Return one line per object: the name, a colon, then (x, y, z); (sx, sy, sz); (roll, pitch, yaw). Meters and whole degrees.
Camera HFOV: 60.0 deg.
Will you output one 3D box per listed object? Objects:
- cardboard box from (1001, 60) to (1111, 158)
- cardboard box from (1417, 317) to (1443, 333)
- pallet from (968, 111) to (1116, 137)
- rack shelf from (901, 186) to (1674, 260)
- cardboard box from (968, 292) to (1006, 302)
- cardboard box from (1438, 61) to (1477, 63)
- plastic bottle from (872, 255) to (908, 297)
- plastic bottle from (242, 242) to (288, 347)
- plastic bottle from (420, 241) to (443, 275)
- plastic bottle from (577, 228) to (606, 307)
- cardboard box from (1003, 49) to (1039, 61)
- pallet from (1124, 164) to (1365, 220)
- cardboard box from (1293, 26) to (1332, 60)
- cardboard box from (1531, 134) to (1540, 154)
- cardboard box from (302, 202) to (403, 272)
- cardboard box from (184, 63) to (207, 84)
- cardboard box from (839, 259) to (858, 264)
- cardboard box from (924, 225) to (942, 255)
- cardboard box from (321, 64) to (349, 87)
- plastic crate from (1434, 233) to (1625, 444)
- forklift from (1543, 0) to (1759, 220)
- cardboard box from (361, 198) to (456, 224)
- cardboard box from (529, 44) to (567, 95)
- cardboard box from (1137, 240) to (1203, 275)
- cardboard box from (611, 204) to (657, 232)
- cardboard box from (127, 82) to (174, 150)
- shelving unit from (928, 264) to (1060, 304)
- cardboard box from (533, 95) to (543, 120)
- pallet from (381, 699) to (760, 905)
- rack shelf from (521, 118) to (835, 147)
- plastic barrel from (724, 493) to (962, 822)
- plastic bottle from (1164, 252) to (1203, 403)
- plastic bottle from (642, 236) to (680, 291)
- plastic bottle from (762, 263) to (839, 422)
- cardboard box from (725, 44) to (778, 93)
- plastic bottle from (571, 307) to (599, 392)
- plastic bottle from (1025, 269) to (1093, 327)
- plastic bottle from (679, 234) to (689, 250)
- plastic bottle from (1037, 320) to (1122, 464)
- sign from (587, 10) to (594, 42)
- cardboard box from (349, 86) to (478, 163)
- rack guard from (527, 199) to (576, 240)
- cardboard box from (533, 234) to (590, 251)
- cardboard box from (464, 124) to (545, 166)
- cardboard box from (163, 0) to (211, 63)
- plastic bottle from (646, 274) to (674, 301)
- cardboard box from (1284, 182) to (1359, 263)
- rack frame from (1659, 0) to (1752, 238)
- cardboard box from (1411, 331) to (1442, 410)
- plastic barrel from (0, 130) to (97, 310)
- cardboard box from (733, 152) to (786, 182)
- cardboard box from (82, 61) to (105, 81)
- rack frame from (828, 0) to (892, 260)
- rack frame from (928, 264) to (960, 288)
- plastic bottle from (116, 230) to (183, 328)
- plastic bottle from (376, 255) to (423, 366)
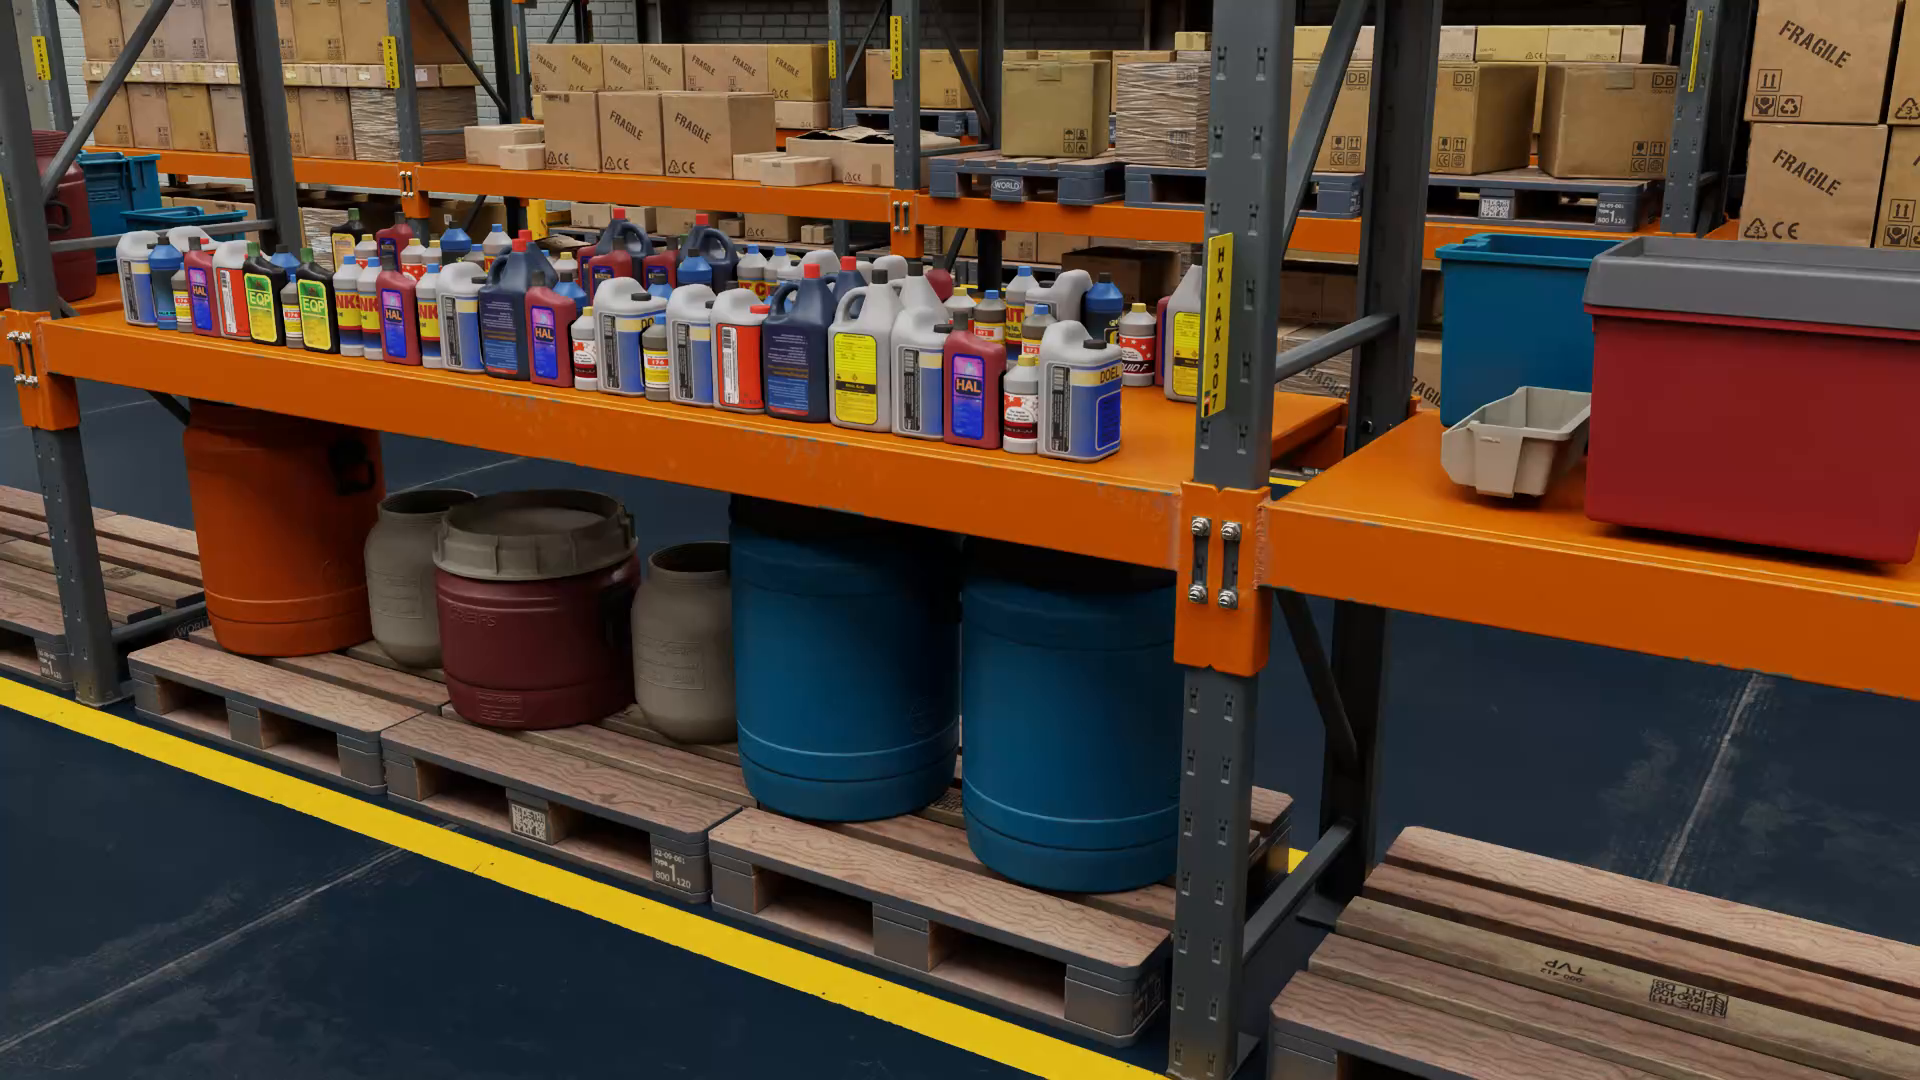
cardboard box: (0.541, -2.409, 9.257); (0.500, 0.500, 0.700); (4, 17, 12)
cardboard box: (2.608, -0.847, 8.551); (0.500, 0.500, 0.500); (10, 20, 31)
pallet: (0.826, -3.655, 14.582); (1.213, 0.211, 1.003); (10, 20, 30)
rack shelf: (1.649, -1.580, 8.659); (4.000, 0.370, 1.077); (10, 20, 30)
cardboard box: (0.183, -1.103, 9.394); (0.500, 0.500, 0.500); (11, 20, 32)
cardboard box: (3.678, -3.360, 12.565); (0.500, 0.500, 0.500); (10, 20, 30)
plastic bottle: (-0.226, -0.640, 4.540); (0.135, 0.276, 0.152); (10, 20, 30)
plastic bottle: (-1.966, -0.698, 4.720); (0.133, 0.283, 0.061); (10, 20, 30)
plastic bottle: (-1.714, -0.879, 5.456); (0.097, 0.201, 0.097); (0, 17, 0)
plastic bottle: (-1.109, -0.816, 5.109); (0.133, 0.283, 0.061); (10, 20, 30)
cardboard box: (0.591, -4.057, 14.648); (0.500, 0.500, 0.700); (13, 21, 38)
pallet: (1.605, -1.842, 8.613); (1.213, 0.211, 1.003); (10, 20, 30)
cardboard box: (2.811, -3.877, 12.975); (0.500, 0.250, 0.500); (11, 20, 31)
cardboard box: (4.227, -2.965, 12.380); (0.250, 0.149, 0.380); (11, 20, 32)
cardboard box: (-4.393, -2.176, 12.102); (0.500, 0.500, 0.500); (10, 20, 30)
cardboard box: (-5.552, -3.495, 12.437); (0.250, 0.149, 0.380); (10, 19, 29)
cardboard box: (-0.800, -1.612, 10.571); (0.500, 0.311, 0.500); (10, 19, 29)
cardboard box: (-0.238, -2.971, 15.544); (0.500, 0.500, 0.700); (11, 20, 32)
cardboard box: (-4.242, -3.260, 11.666); (0.250, 0.149, 0.380); (9, 19, 28)
plastic crate: (1.334, -0.428, 3.554); (0.575, 0.384, 0.392); (10, 20, 30)
forklift: (3.853, -2.283, 9.855); (3.031, 2.935, 1.130); (10, 19, 29)
cardboard box: (-4.125, -2.303, 12.520); (0.500, 0.500, 0.500); (10, 20, 30)
cardboard box: (-4.033, -4.822, 17.028); (0.500, 0.500, 0.500); (10, 20, 30)
cardboard box: (1.893, -2.567, 14.214); (0.500, 0.500, 0.700); (10, 20, 31)
cardboard box: (-3.254, -3.382, 17.224); (0.500, 0.311, 0.500); (12, 21, 35)
cardboard box: (-6.031, -3.340, 13.044); (0.500, 0.500, 0.700); (11, 20, 31)
shelving unit: (0.141, -0.549, 7.124); (0.503, 1.200, 0.258); (10, 20, 30)
cardboard box: (-4.033, -4.457, 17.118); (0.500, 0.250, 0.500); (9, 19, 28)
pallet: (-0.921, 0.628, 4.952); (1.213, 0.211, 1.003); (10, 20, 30)
rack shelf: (-2.579, -4.024, 16.705); (4.000, 0.370, 1.077); (10, 20, 30)
plastic barrel: (-0.300, 0.215, 4.401); (0.708, 0.901, 0.600); (10, 20, 30)
plastic bottle: (0.593, -0.510, 3.984); (0.185, 0.351, 0.144); (10, 20, 30)
plastic bottle: (-0.869, -0.753, 4.900); (0.133, 0.283, 0.061); (10, 20, 30)
plastic bottle: (-0.354, -0.457, 3.809); (0.185, 0.351, 0.144); (10, 20, 30)
cardboard box: (-1.867, -4.430, 15.739); (0.500, 0.500, 0.500); (10, 20, 30)
plastic bottle: (-0.914, -0.477, 4.133); (0.097, 0.201, 0.097); (0, 17, 0)
plastic bottle: (0.251, -0.555, 4.260); (0.135, 0.276, 0.152); (10, 20, 30)
plastic bottle: (-0.837, -0.768, 4.949); (0.133, 0.283, 0.061); (10, 20, 30)
plastic bottle: (0.253, -0.314, 3.468); (0.135, 0.276, 0.152); (10, 20, 30)
sign: (-3.975, -5.512, 17.831); (0.005, 0.325, 0.100); (10, 20, 30)
cardboard box: (-3.845, -2.950, 11.761); (0.500, 0.500, 0.700); (10, 19, 29)
rack guard: (-4.218, -3.465, 17.928); (0.348, 0.500, 1.175); (10, 20, 30)
cardboard box: (-2.968, -2.000, 11.847); (0.500, 0.311, 0.500); (10, 20, 30)
cardboard box: (-3.021, -2.701, 11.369); (0.500, 0.250, 0.500); (12, 20, 33)
cardboard box: (-5.555, -3.876, 12.577); (0.500, 0.500, 0.700); (10, 20, 30)
plastic bottle: (-0.751, -0.534, 4.198); (0.097, 0.271, 0.097); (0, 17, 0)
cardboard box: (3.092, -2.484, 13.373); (0.750, 0.750, 0.750); (10, 19, 29)
rack frame: (3.353, -1.620, 7.553); (0.127, 3.000, 1.000); (10, 20, 30)
cardboard box: (2.366, -0.716, 8.120); (0.500, 0.500, 0.500); (10, 20, 30)
plastic barrel: (-3.205, -1.063, 5.484); (0.708, 0.536, 0.600); (10, 20, 30)
cardboard box: (-1.171, -2.288, 10.185); (0.250, 0.149, 0.380); (12, 21, 34)
cardboard box: (-6.650, -3.690, 13.081); (0.250, 0.149, 0.380); (10, 20, 30)
rack frame: (-0.874, -4.064, 15.599); (0.127, 3.000, 1.000); (10, 20, 30)
rack frame: (-0.067, -0.586, 7.246); (0.015, 1.200, 0.240); (10, 20, 30)
plastic bottle: (-2.451, -0.797, 5.057); (0.135, 0.276, 0.152); (10, 20, 30)
plastic bottle: (-1.490, -0.613, 4.440); (0.133, 0.283, 0.061); (10, 20, 30)
